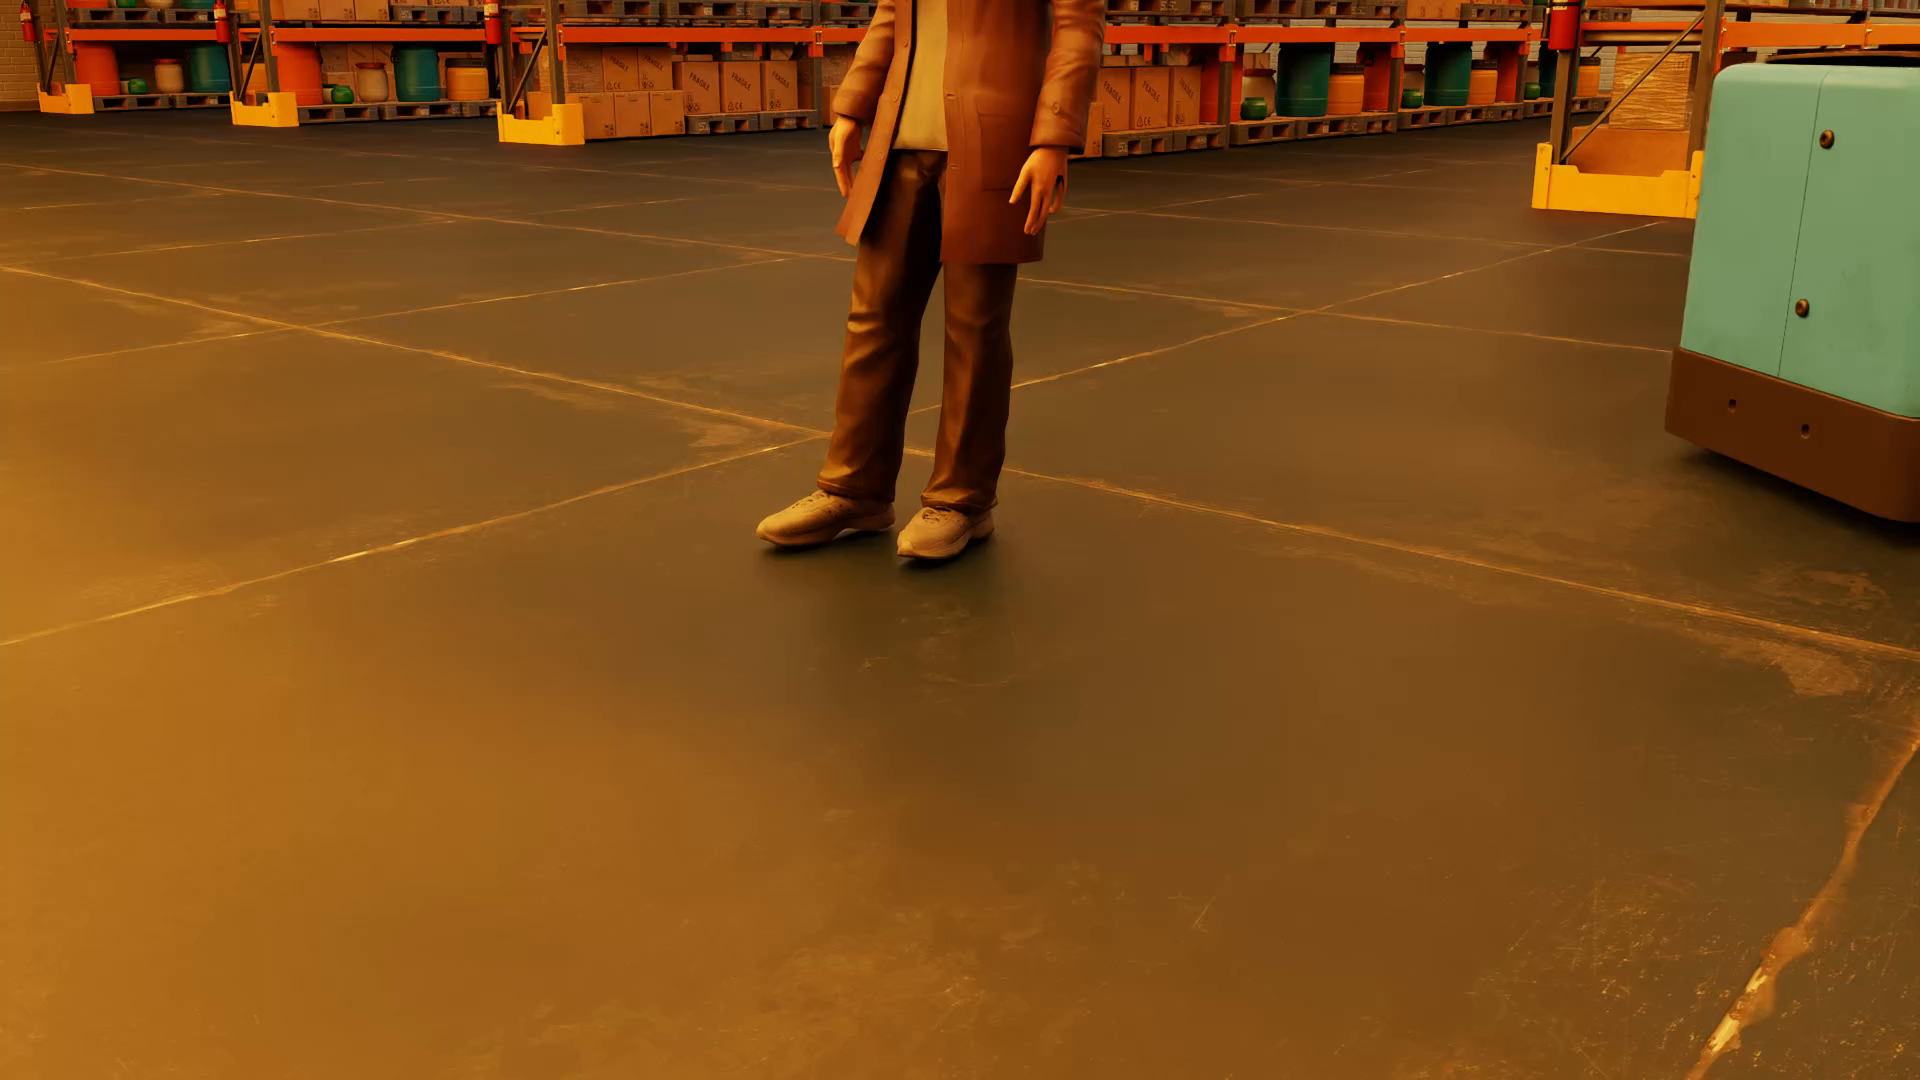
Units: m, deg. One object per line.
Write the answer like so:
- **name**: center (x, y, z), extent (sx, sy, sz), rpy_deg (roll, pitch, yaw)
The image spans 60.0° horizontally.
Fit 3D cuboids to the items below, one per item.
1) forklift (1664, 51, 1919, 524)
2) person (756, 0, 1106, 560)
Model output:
- **forklift**: center (3.559, -1.583, 4.112), extent (3.031, 2.935, 1.130), rpy_deg (-3, 17, -9)
- **person**: center (-0.061, -0.838, 3.616), extent (0.698, 1.778, 0.579), rpy_deg (13, 21, 37)
